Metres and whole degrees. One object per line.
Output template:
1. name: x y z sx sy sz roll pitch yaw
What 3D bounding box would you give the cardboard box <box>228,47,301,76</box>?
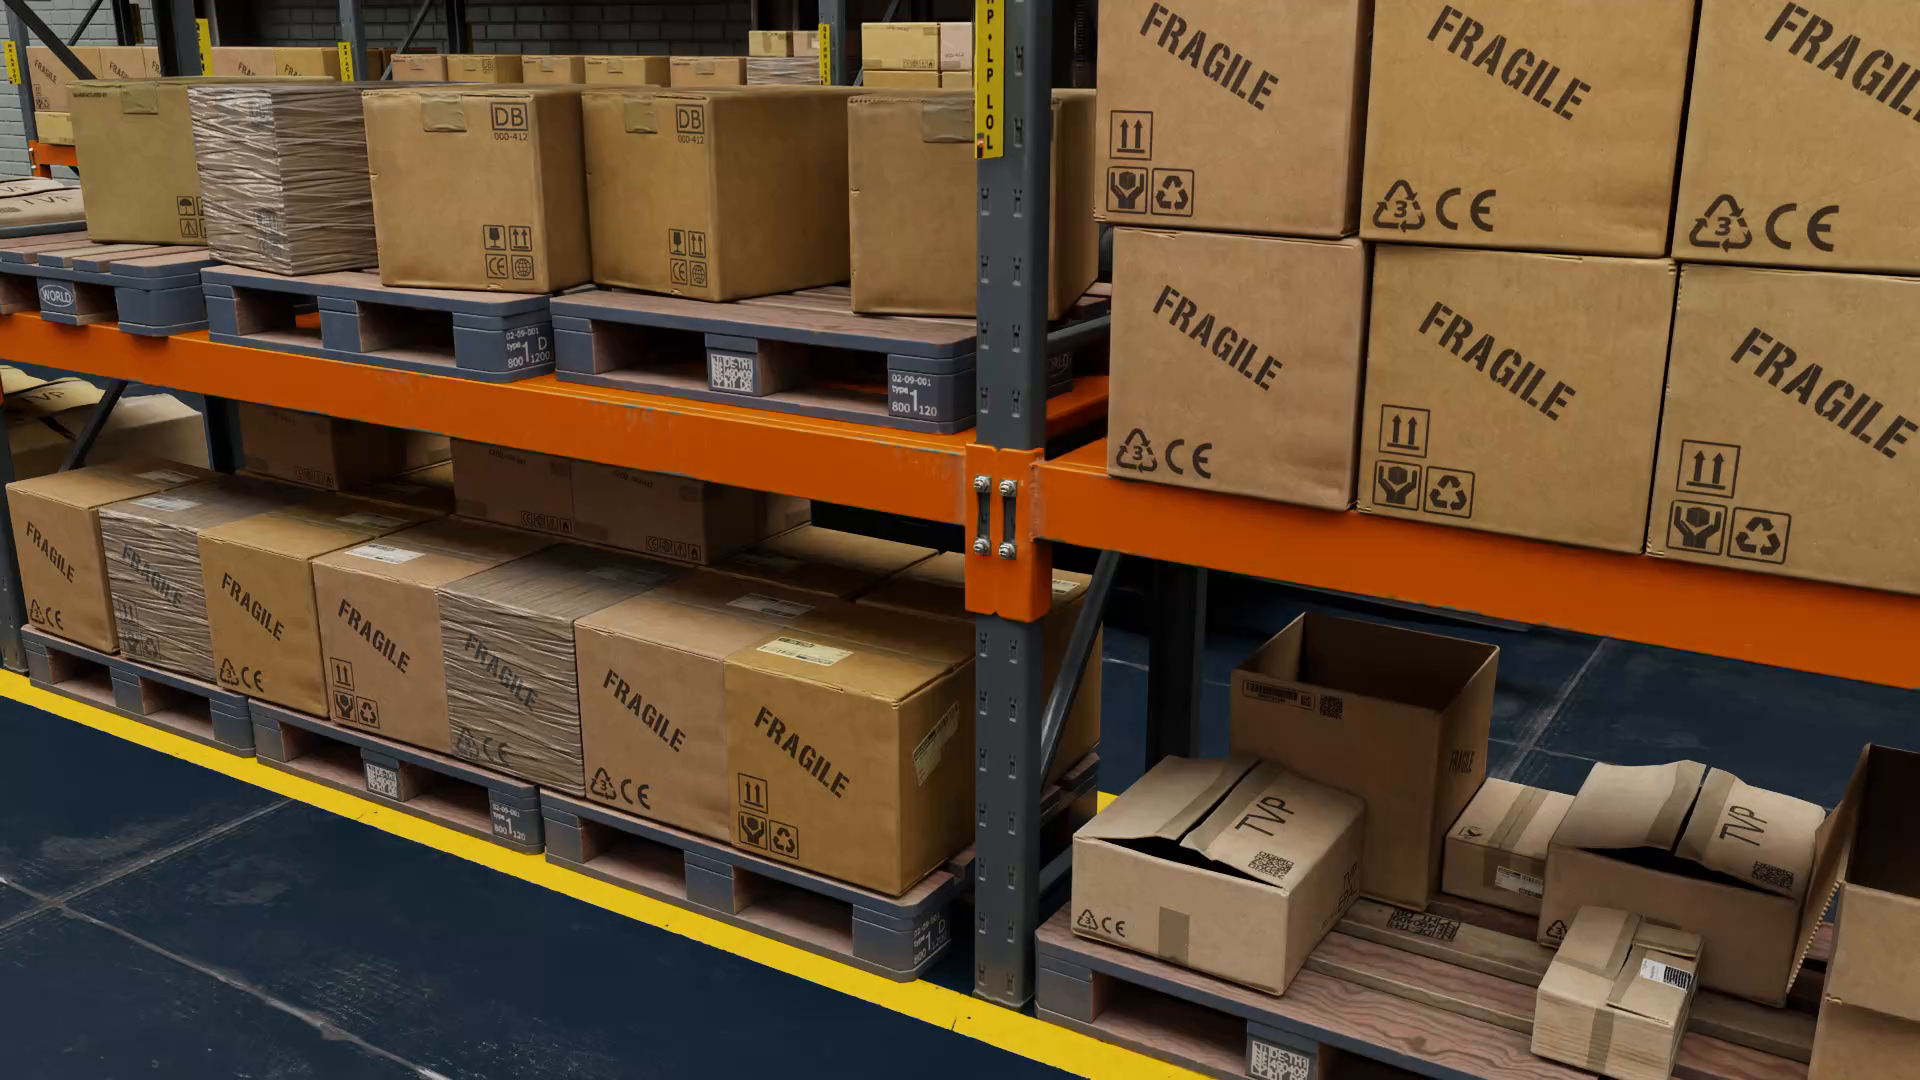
1. cardboard box: -4.877 -3.295 12.001 0.500 0.500 0.500 10 20 30

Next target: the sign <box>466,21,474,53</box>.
1. sign: -3.596 -3.620 12.147 0.005 0.325 0.100 10 20 30

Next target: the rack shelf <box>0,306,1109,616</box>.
1. rack shelf: -1.360 -0.444 4.920 4.000 0.370 1.077 10 20 30

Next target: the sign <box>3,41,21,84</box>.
1. sign: -7.576 -3.817 13.296 0.005 0.325 0.100 10 20 30

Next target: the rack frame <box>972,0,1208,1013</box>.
1. rack frame: 0.344 -0.484 3.814 0.127 3.000 1.000 10 20 30

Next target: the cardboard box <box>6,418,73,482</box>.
1. cardboard box: -3.640 -0.265 6.136 0.500 0.311 0.500 11 20 31

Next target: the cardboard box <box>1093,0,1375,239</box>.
1. cardboard box: 0.598 -0.869 3.189 0.500 0.500 0.500 11 20 31

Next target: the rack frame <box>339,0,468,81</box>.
1. rack frame: -3.884 -2.928 11.861 0.127 3.000 1.000 10 20 30

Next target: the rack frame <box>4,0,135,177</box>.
1. rack frame: -7.292 -3.537 13.864 0.127 3.000 1.000 10 20 30

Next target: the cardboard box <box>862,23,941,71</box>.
1. cardboard box: -0.199 -2.741 9.236 0.500 0.250 0.500 11 20 31

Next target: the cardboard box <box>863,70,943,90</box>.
1. cardboard box: -0.195 -2.382 9.345 0.500 0.500 0.500 11 20 32

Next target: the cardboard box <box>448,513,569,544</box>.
1. cardboard box: -1.253 0.134 5.322 0.500 0.500 0.500 9 19 28

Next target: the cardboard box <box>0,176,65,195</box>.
1. cardboard box: -3.725 -1.234 6.436 0.500 0.311 0.500 10 19 29

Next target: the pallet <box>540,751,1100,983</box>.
1. pallet: -0.369 0.736 4.596 1.213 0.211 1.003 10 20 30

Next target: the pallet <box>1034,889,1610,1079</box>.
1. pallet: 0.929 0.955 3.875 1.213 0.211 1.003 10 20 30

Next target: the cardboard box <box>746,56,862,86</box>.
1. cardboard box: -0.881 -2.647 10.007 0.500 0.500 0.700 8 18 24

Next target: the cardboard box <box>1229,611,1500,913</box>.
1. cardboard box: 0.978 0.518 4.060 0.500 0.500 0.500 10 20 30

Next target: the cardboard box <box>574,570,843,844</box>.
1. cardboard box: -0.643 0.420 4.381 0.500 0.500 0.500 10 20 30

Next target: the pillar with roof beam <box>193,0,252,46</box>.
1. pillar with roof beam: -8.496 -5.449 9.837 0.400 9.000 9.100 10 20 30

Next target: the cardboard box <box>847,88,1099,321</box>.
1. cardboard box: 0.057 -0.860 4.158 0.500 0.500 0.700 4 17 12

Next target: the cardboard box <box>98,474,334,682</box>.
1. cardboard box: -2.377 0.111 5.398 0.500 0.500 0.500 9 19 28

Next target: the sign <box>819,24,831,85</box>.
1. sign: -0.751 -2.700 9.254 0.005 0.325 0.100 10 20 30

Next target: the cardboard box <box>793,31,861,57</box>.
1. cardboard box: -0.785 -2.934 9.833 0.250 0.149 0.380 7 18 23

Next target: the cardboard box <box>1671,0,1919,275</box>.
1. cardboard box: 1.476 -0.712 2.673 0.500 0.500 0.500 9 19 28

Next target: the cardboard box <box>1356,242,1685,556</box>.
1. cardboard box: 1.074 -0.310 3.068 0.500 0.500 0.500 11 20 31

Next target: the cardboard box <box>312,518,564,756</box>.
1. cardboard box: -1.505 0.267 4.886 0.500 0.500 0.500 9 19 28

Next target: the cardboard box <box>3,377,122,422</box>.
1. cardboard box: -3.809 -0.476 6.832 0.500 0.311 0.500 10 19 29

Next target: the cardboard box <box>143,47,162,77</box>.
1. cardboard box: -5.744 -3.453 12.521 0.500 0.500 0.500 11 20 32

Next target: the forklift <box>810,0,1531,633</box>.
1. forklift: 0.854 -1.211 6.325 3.031 2.935 1.130 11 20 33

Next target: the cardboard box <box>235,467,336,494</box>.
1. cardboard box: -2.145 -0.023 5.840 0.500 0.500 0.500 11 20 32

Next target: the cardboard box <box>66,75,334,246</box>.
1. cardboard box: -2.469 -1.273 5.518 0.500 0.500 0.700 4 17 12

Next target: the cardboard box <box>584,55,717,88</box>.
1. cardboard box: -1.954 -2.831 10.612 0.500 0.500 0.700 10 20 30

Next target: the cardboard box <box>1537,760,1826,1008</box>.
1. cardboard box: 1.617 0.722 3.711 0.500 0.311 0.500 10 20 30

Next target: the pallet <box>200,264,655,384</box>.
1. pallet: -1.405 -0.706 4.875 1.213 0.211 1.003 10 20 30

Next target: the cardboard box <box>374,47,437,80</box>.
1. cardboard box: -4.175 -3.348 12.176 0.500 0.500 0.500 10 19 29

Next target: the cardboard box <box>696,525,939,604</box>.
1. cardboard box: -0.401 0.289 4.812 0.500 0.500 0.500 10 20 31

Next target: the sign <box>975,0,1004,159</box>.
1. sign: 0.057 -0.900 3.192 0.005 0.325 0.100 10 20 30

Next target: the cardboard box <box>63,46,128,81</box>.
1. cardboard box: -6.627 -3.609 13.034 0.500 0.500 0.500 10 20 30

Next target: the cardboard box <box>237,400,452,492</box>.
1. cardboard box: -2.094 -0.374 5.706 0.500 0.250 0.500 11 20 32

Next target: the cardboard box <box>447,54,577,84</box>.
1. cardboard box: -2.995 -3.014 11.214 0.500 0.500 0.700 13 21 36

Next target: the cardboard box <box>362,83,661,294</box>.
1. cardboard box: -1.194 -0.986 4.573 0.500 0.500 0.700 5 18 16

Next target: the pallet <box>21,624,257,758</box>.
1. pallet: -2.448 0.365 5.818 1.213 0.211 1.003 10 20 30

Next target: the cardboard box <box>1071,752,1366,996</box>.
1. cardboard box: 0.589 0.709 3.754 0.500 0.311 0.500 10 20 30

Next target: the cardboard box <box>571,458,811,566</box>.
1. cardboard box: -0.793 -0.143 4.946 0.500 0.250 0.500 10 20 30
